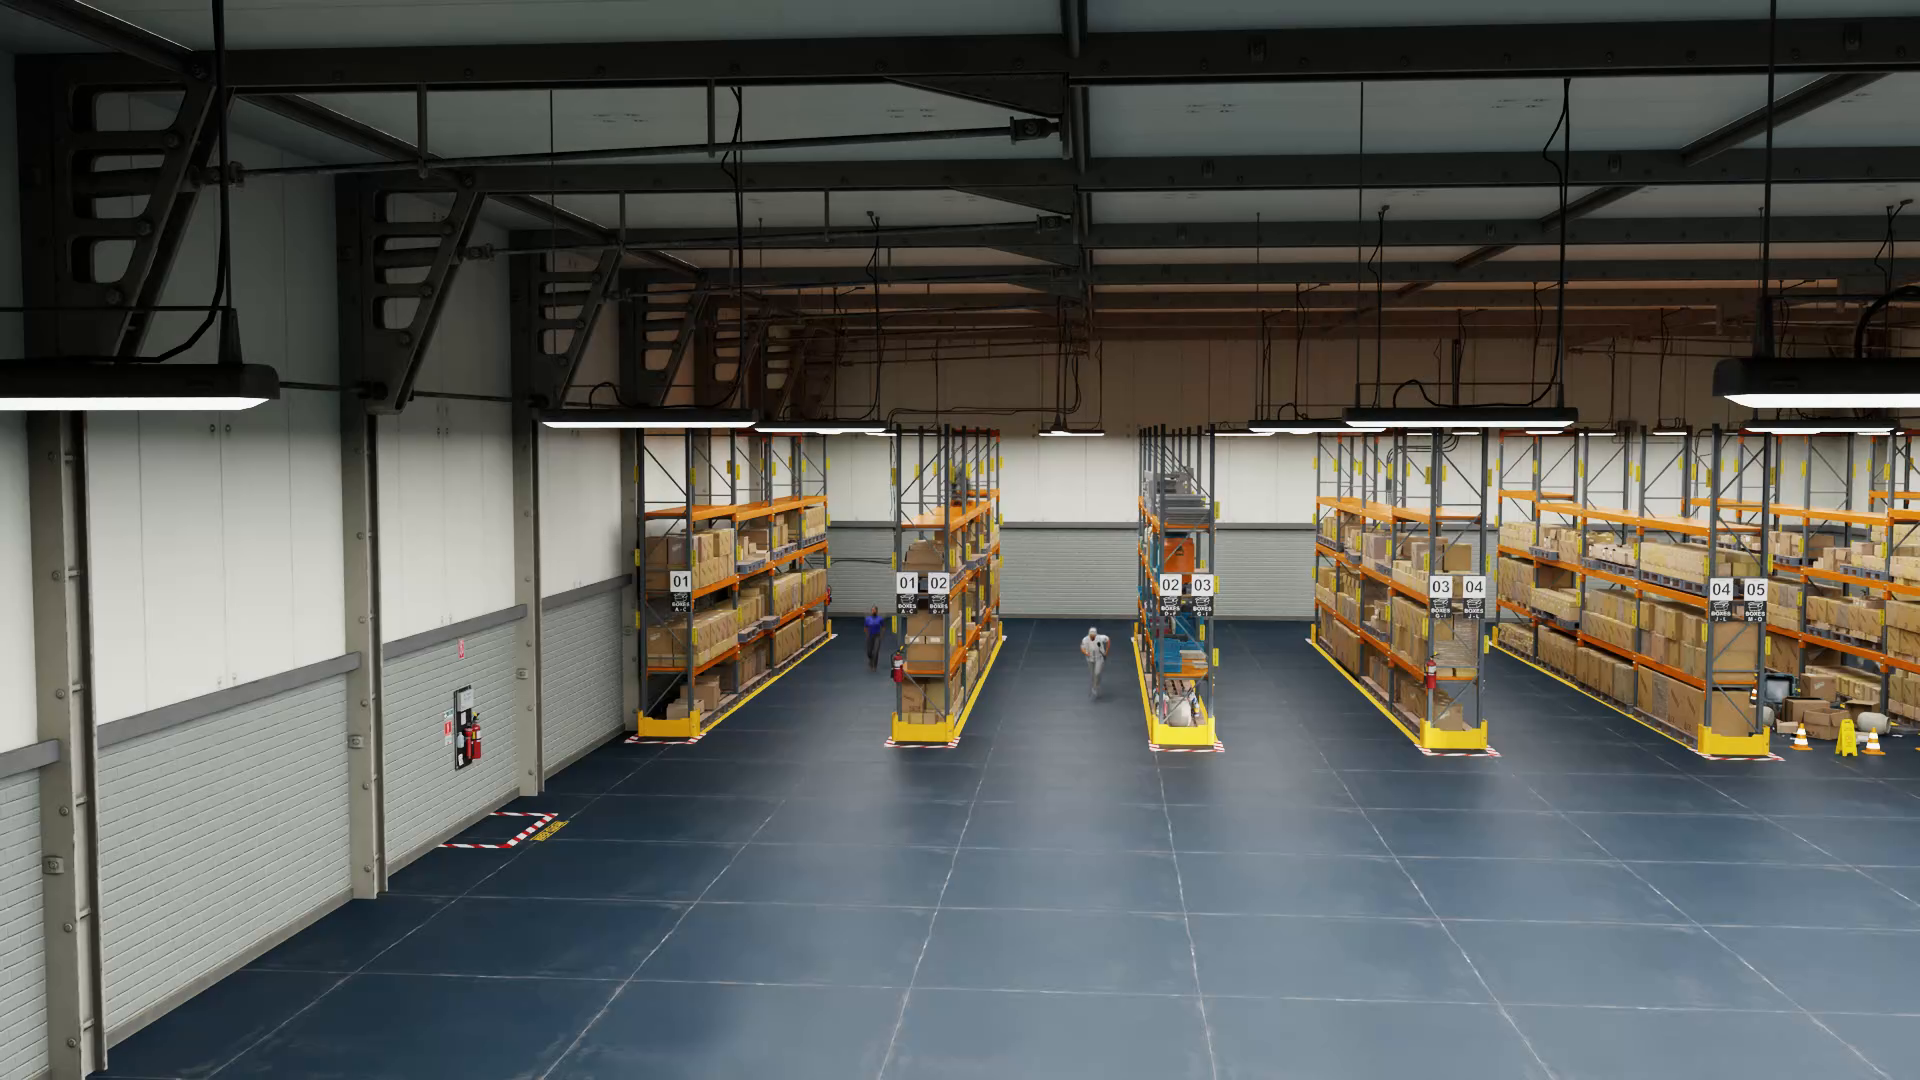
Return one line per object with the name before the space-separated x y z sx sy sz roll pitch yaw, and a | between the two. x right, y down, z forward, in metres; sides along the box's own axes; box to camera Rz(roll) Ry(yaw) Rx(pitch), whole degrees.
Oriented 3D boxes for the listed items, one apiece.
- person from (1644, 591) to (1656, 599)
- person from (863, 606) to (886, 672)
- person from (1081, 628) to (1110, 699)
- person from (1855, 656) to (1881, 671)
person | 19.622 2.036 47.215 0.819 1.654 0.560 0 3 -1
person | -2.107 2.431 40.971 0.562 1.598 0.589 0 3 -1
person | 3.015 2.716 36.939 0.648 1.628 1.032 1 4 12
person | 22.314 2.365 40.849 0.600 1.834 0.853 0 3 0
